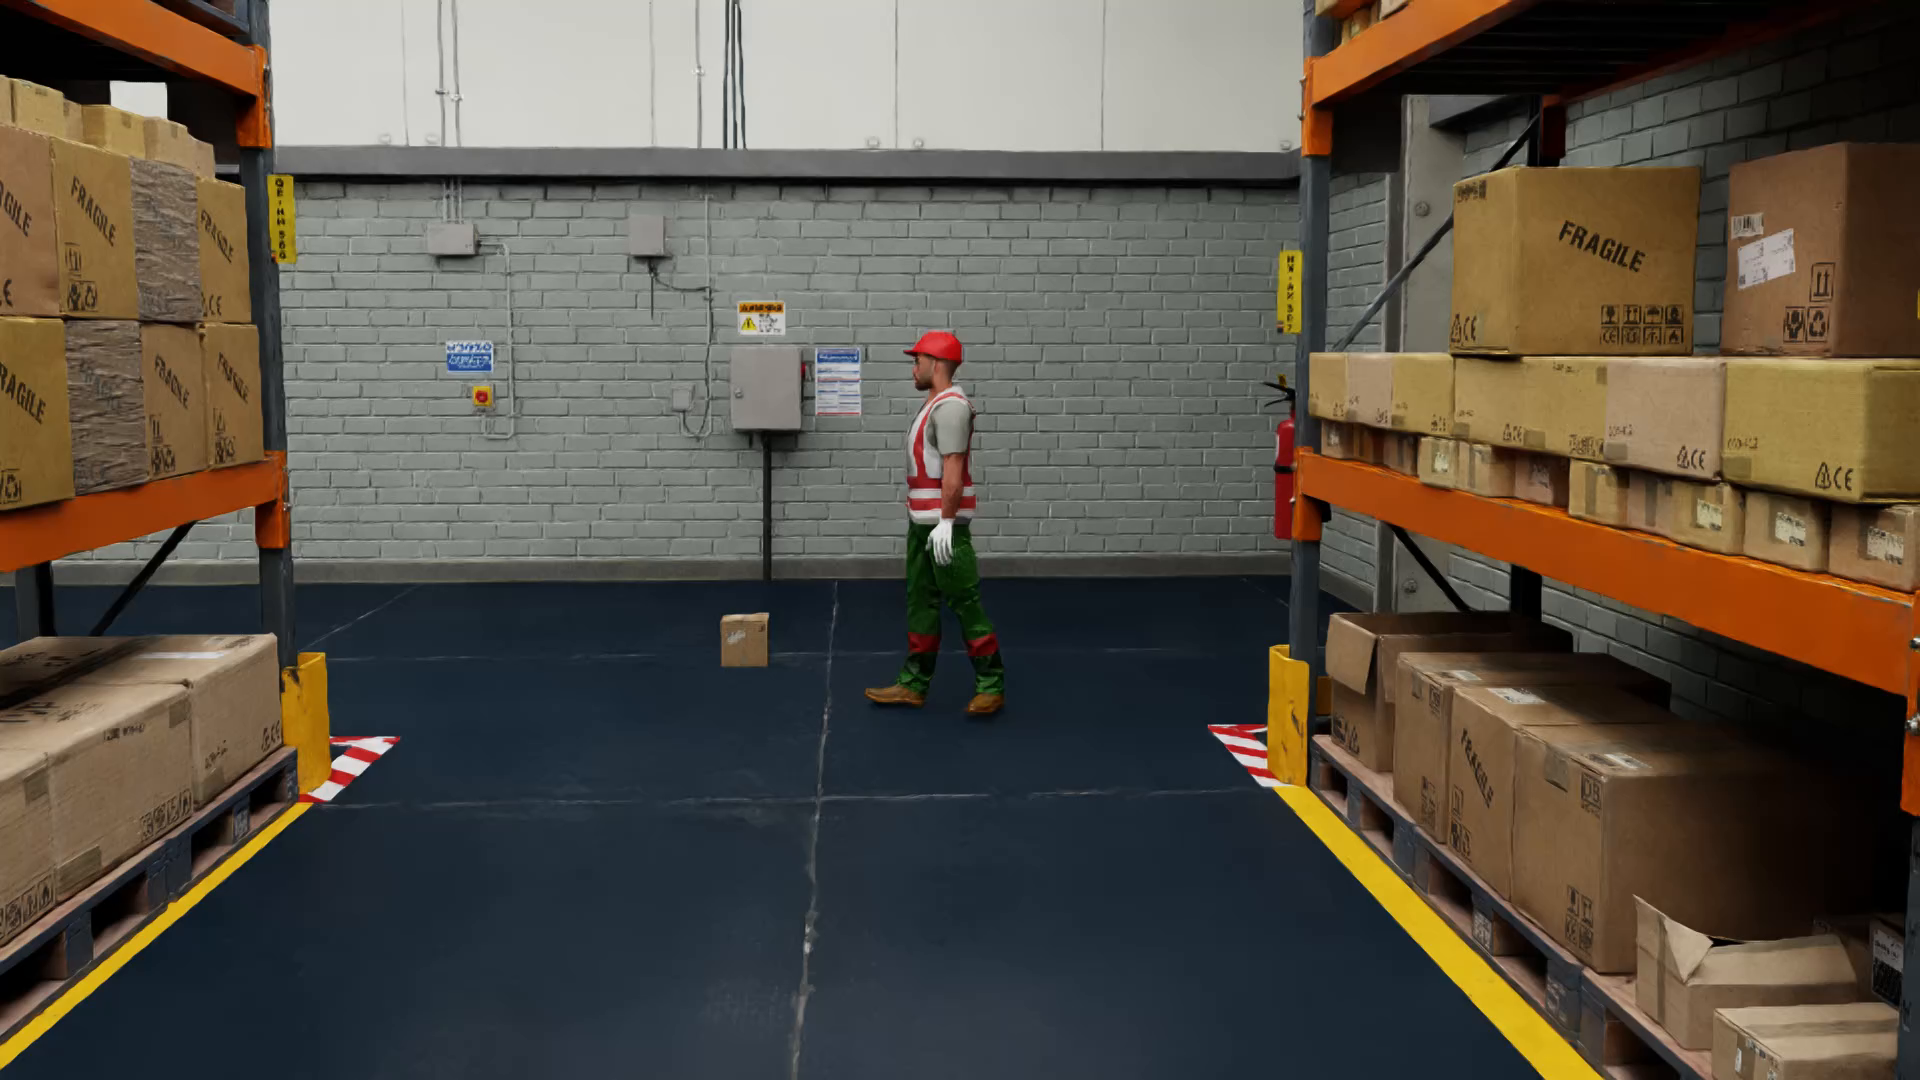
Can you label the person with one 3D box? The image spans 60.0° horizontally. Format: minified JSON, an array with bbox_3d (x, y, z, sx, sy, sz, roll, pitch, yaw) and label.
[{"bbox_3d":[-0.134,-0.089,7.857,0.629,1.791,0.754,-1,7,-12],"label":"person"}]
